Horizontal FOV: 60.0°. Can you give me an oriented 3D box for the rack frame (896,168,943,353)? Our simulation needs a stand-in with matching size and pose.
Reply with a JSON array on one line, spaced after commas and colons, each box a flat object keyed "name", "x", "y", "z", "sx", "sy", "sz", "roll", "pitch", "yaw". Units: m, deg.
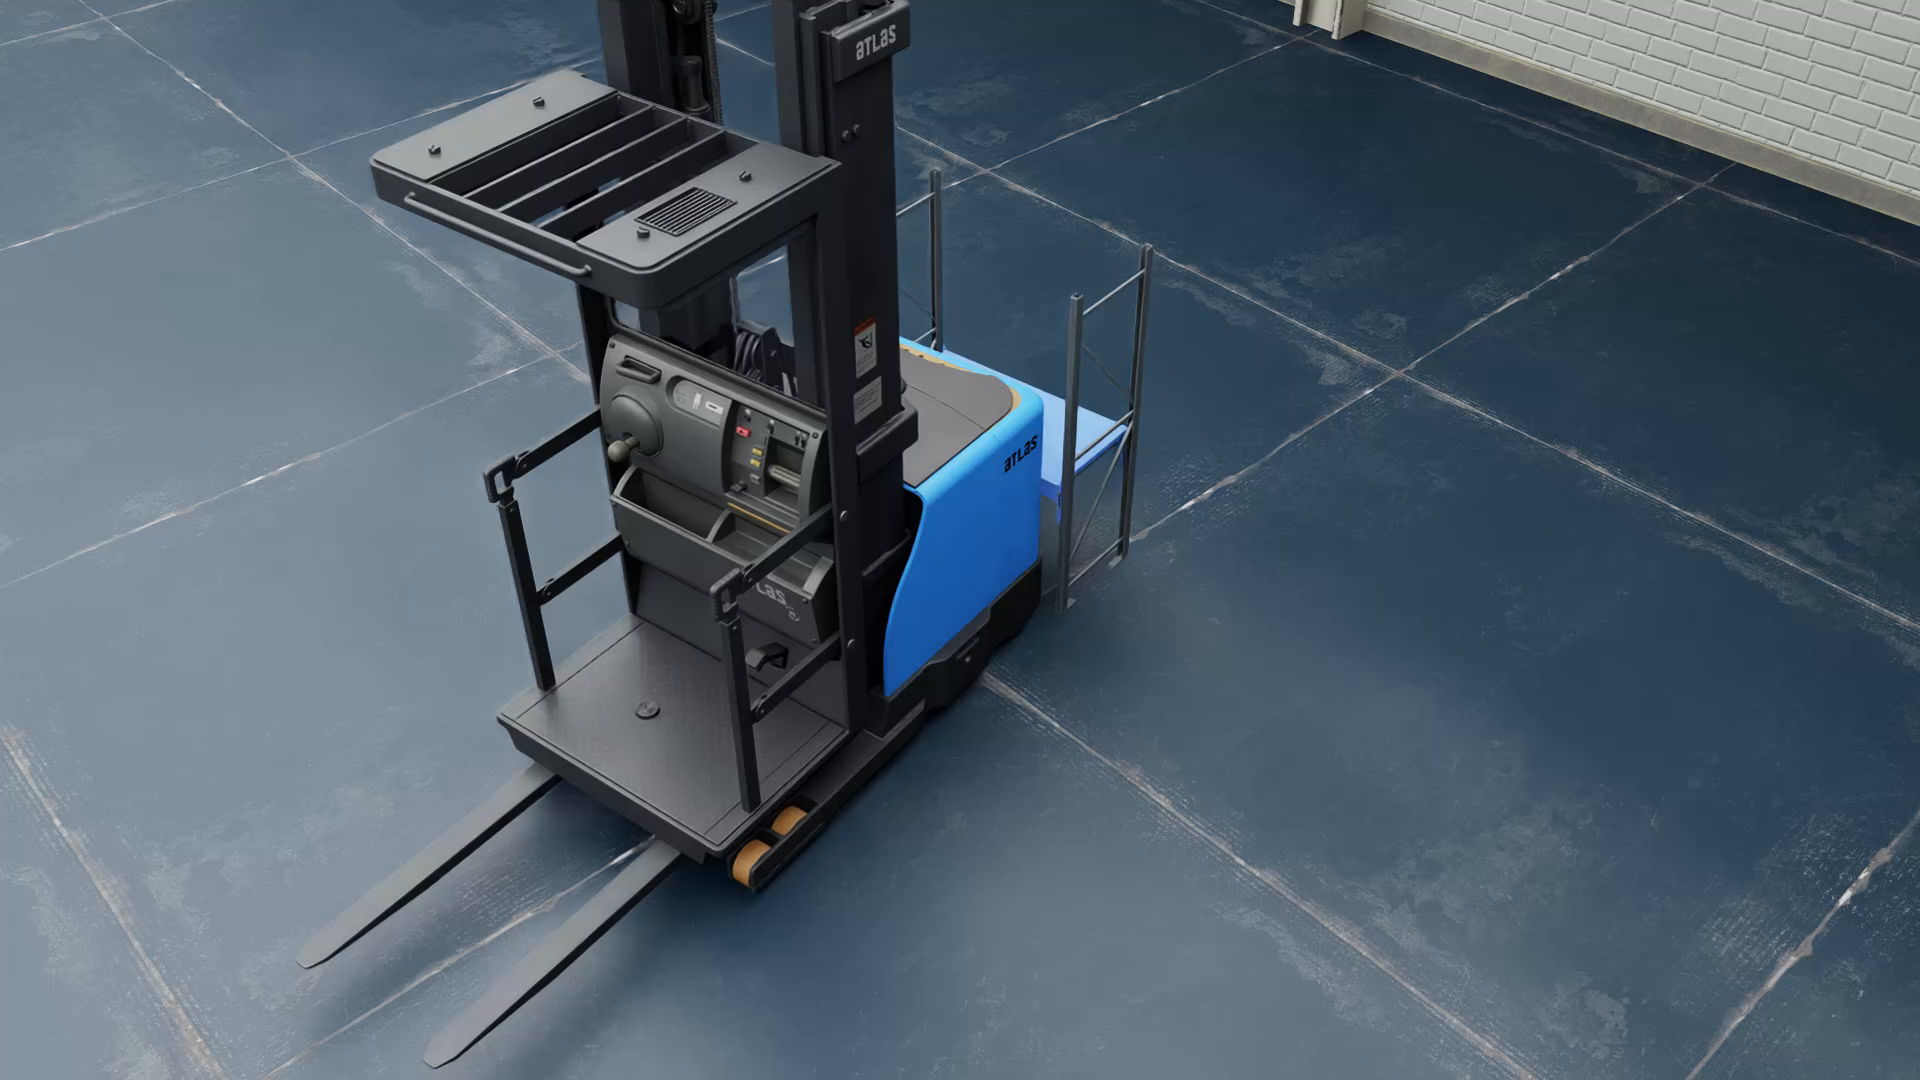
[{"name": "rack frame", "x": -0.241, "y": -0.795, "z": 7.041, "sx": 0.032, "sy": 1.500, "sz": 0.500, "roll": 26, "pitch": 46, "yaw": 29}]

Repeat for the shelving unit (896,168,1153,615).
[{"name": "shelving unit", "x": 0.159, "y": -0.598, "z": 6.797, "sx": 1.048, "sy": 1.500, "sz": 0.538, "roll": 26, "pitch": 46, "yaw": 29}]

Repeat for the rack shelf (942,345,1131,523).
[{"name": "rack shelf", "x": 0.159, "y": -0.459, "z": 6.910, "sx": 1.000, "sy": 0.185, "sz": 0.538, "roll": 26, "pitch": 46, "yaw": 29}]

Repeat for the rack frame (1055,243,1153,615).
[{"name": "rack frame", "x": 0.560, "y": -0.402, "z": 6.553, "sx": 0.032, "sy": 1.500, "sz": 0.500, "roll": 26, "pitch": 46, "yaw": 29}]

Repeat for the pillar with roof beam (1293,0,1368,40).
[{"name": "pillar with roof beam", "x": -0.570, "y": -5.303, "z": 6.654, "sx": 9.100, "sy": 9.000, "sz": 0.400, "roll": -30, "pitch": 48, "yaw": -32}]

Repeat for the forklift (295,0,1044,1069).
[{"name": "forklift", "x": -0.942, "y": -0.285, "z": 5.270, "sx": 1.130, "sy": 2.935, "sz": 3.031, "roll": 25, "pitch": 45, "yaw": 27}]
